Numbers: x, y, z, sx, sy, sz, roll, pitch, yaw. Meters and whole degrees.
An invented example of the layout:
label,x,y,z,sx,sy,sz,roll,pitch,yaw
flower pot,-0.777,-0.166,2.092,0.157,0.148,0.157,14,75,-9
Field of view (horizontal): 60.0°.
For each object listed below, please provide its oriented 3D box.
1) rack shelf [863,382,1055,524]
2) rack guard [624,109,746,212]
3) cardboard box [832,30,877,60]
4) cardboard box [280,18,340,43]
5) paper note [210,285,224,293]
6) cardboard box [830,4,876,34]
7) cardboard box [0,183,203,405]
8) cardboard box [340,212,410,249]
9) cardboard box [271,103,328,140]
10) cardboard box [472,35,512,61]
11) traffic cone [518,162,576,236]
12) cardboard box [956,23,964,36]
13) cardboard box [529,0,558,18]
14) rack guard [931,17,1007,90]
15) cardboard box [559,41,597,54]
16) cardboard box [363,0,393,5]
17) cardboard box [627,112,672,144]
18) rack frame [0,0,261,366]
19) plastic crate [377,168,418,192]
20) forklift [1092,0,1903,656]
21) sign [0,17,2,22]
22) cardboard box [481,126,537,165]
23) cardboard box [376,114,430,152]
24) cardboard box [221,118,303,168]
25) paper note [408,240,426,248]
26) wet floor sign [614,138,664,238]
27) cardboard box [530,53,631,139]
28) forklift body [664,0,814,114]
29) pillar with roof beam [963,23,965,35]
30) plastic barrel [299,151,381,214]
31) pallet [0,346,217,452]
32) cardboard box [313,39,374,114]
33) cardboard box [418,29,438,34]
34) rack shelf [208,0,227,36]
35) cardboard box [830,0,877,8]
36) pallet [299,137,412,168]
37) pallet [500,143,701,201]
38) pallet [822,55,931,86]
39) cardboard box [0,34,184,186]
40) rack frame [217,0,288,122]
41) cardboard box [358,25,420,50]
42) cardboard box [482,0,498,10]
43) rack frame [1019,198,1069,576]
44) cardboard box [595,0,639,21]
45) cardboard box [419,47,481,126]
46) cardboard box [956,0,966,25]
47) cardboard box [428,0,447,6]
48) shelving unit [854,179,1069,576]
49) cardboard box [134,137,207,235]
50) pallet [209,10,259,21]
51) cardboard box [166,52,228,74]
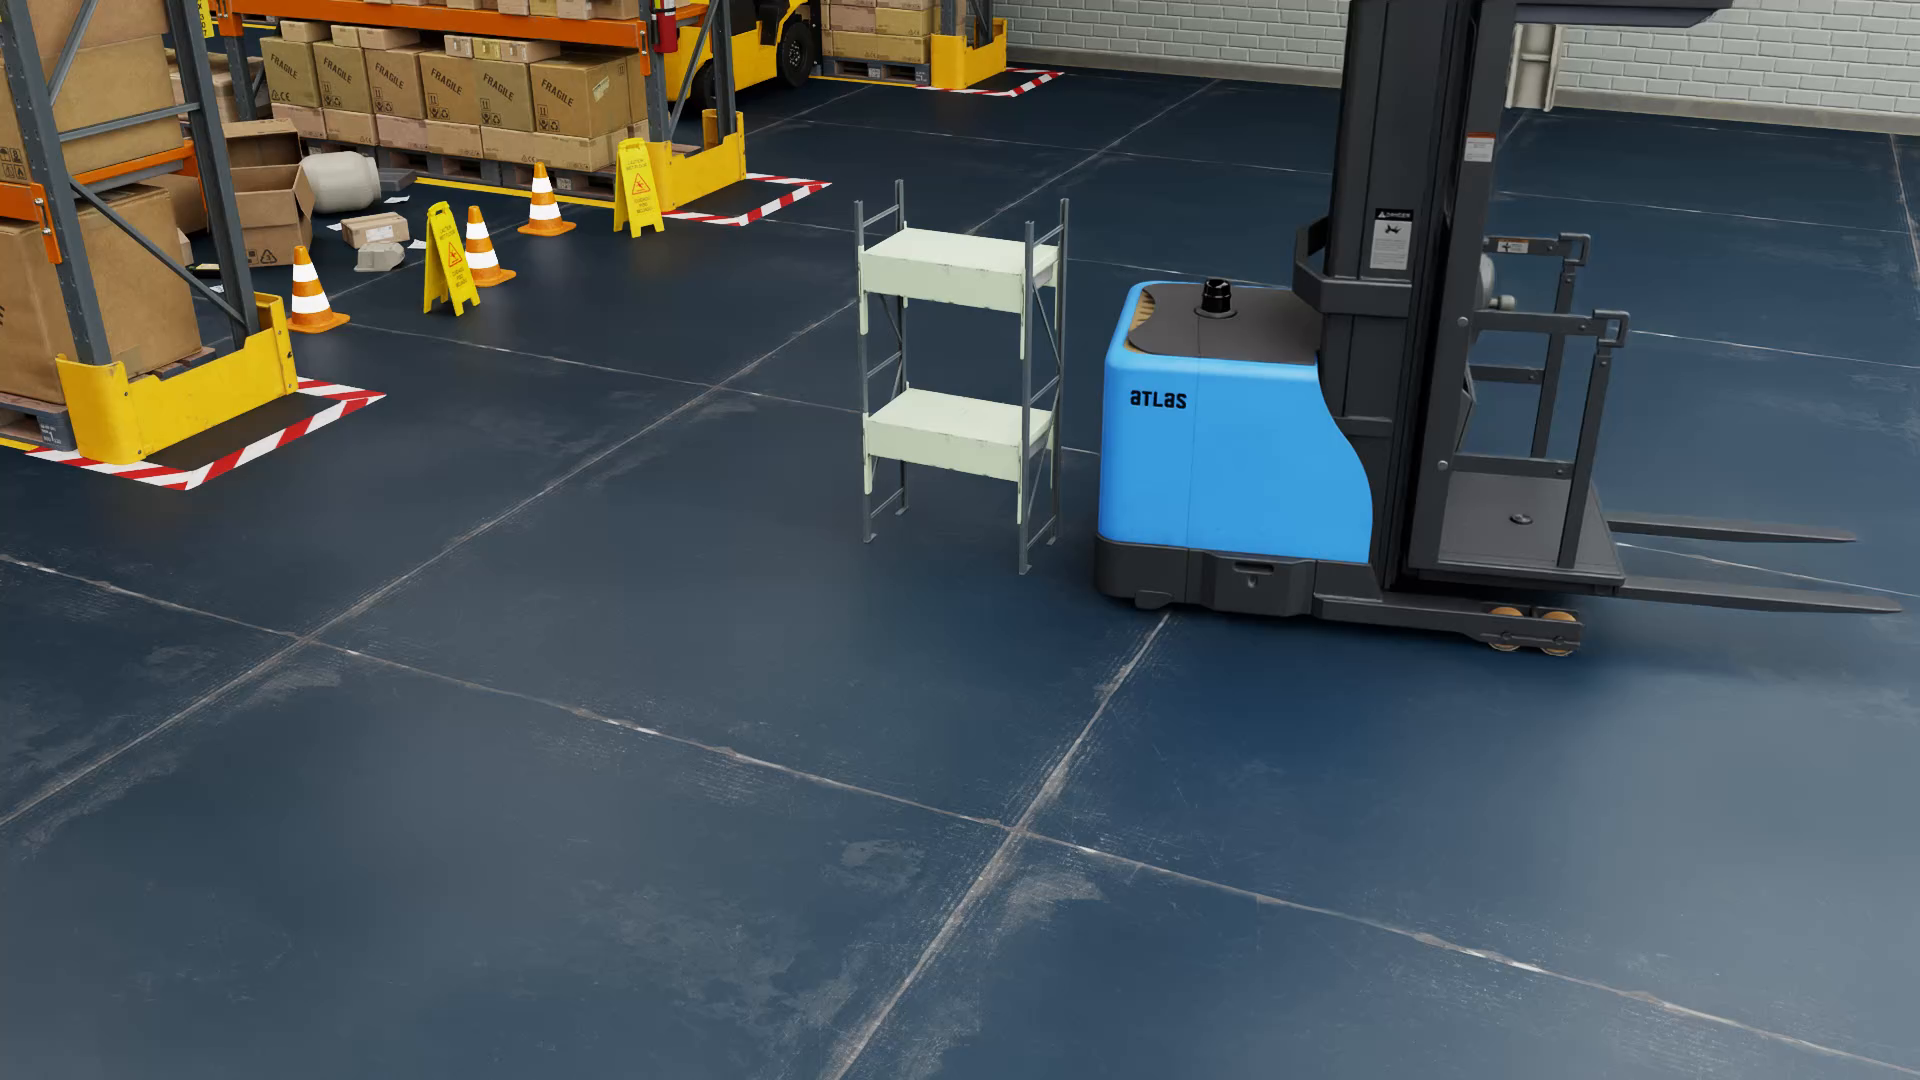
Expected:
label,x,y,z,sx,sy,sz,roll,pitch,yaw
rack shelf,0.006,-0.379,7.060,0.720,0.370,0.431,11,28,22
rack guard,-2.047,-2.867,12.506,0.348,0.500,1.175,11,28,22
cardboard box,-0.934,-4.979,16.605,0.500,0.250,0.500,11,28,22
cardboard box,-5.105,-4.024,13.082,0.250,0.149,0.380,12,29,23
paper note,-4.622,-1.594,10.456,0.142,0.017,0.144,23,35,39
cardboard box,-0.951,-5.209,16.506,0.500,0.250,0.500,11,28,21
cardboard box,-4.580,-1.298,8.420,0.875,0.875,0.875,12,28,22
cardboard box,-4.007,-2.122,11.393,0.380,0.149,0.250,-18,31,-31
cardboard box,-5.194,-3.444,13.487,0.500,0.250,0.500,10,28,19
cardboard box,-3.405,-3.685,12.394,0.250,0.149,0.380,12,29,23
traffic cone,-2.904,-2.396,11.593,0.334,0.463,0.336,11,28,22
cardboard box,-0.293,-5.094,16.838,0.500,0.250,0.500,11,28,22
cardboard box,-2.908,-3.901,12.062,0.250,0.149,0.380,11,28,21
rack guard,0.095,-4.845,16.524,0.348,0.500,1.175,11,28,22
cardboard box,-3.098,-3.622,12.999,0.500,0.500,0.500,10,28,20
cardboard box,-4.305,-4.169,12.605,0.250,0.149,0.380,12,28,22
cardboard box,-2.598,-3.188,12.966,0.500,0.250,0.500,11,28,21
rack frame,-3.935,-1.965,7.846,0.127,3.000,1.000,11,28,22
plastic crate,-4.530,-2.779,12.804,0.583,0.080,0.402,2,26,4
forklift,2.105,-1.128,6.223,3.031,2.935,1.130,5,27,10
sign,-4.172,-2.375,7.100,0.005,0.325,0.100,11,28,22
cardboard box,-3.294,-3.066,12.720,0.500,0.250,0.500,11,28,22
cardboard box,-4.219,-3.255,13.103,0.500,0.250,0.500,11,28,21
cardboard box,-5.207,-2.842,12.454,0.500,0.500,0.500,-12,29,-23
paper note,-3.663,-2.015,11.307,0.142,0.019,0.148,2,26,4
wet floor sign,-2.248,-2.453,11.502,0.232,0.644,0.267,23,35,39
cardboard box,-2.815,-3.307,12.360,0.500,0.500,0.500,12,28,22
forklift body,-2.408,-5.203,15.383,1.214,2.155,2.313,11,28,22
pillar with roof beam,-1.970,-7.421,12.135,0.400,9.000,9.100,11,28,22
plastic barrel,-4.485,-2.587,12.026,0.512,0.421,0.421,-12,29,-23
pallet,-4.695,-0.829,8.695,1.213,0.211,1.003,11,28,22
cardboard box,-4.702,-3.687,13.132,0.500,0.500,0.500,13,29,24
cardboard box,-4.506,-3.904,13.573,0.500,0.500,0.500,12,29,23
rack shelf,-7.440,-4.748,14.313,4.000,0.370,1.077,11,28,22
cardboard box,-0.942,-5.424,16.376,0.500,0.250,0.500,12,29,23
pallet,-4.993,-3.346,13.807,1.213,0.211,1.003,11,28,22
pallet,-2.772,-2.900,12.901,1.213,0.211,1.003,11,28,22
pallet,-0.640,-4.843,16.847,1.213,0.211,1.003,11,28,22
cardboard box,-4.292,-2.082,7.914,0.550,0.550,0.875,11,28,22
rack frame,-5.619,-4.706,13.412,0.127,3.000,1.000,11,28,22
cardboard box,-4.390,-3.883,12.795,0.250,0.149,0.380,13,29,25
cardboard box,-3.330,-4.039,12.343,0.250,0.149,0.380,12,29,23
rack frame,0.339,-0.605,6.780,0.023,1.500,0.400,11,28,22
cardboard box,-2.407,-3.844,11.946,0.250,0.149,0.380,12,29,24
cardboard box,-3.748,-3.496,12.744,0.500,0.500,0.500,11,28,21
cardboard box,-0.269,-5.319,16.730,0.500,0.250,0.500,12,29,23
cardboard box,-3.791,-4.131,12.529,0.250,0.149,0.380,11,28,22
shelving unit,0.006,-0.672,6.916,0.755,1.500,0.431,11,28,22
cardboard box,-5.480,-2.386,11.373,0.503,0.637,0.797,11,28,22
pallet,-8.980,-6.558,20.331,1.213,0.211,1.003,11,28,22
cardboard box,-6.754,-3.940,14.356,0.625,0.372,0.950,13,29,25
